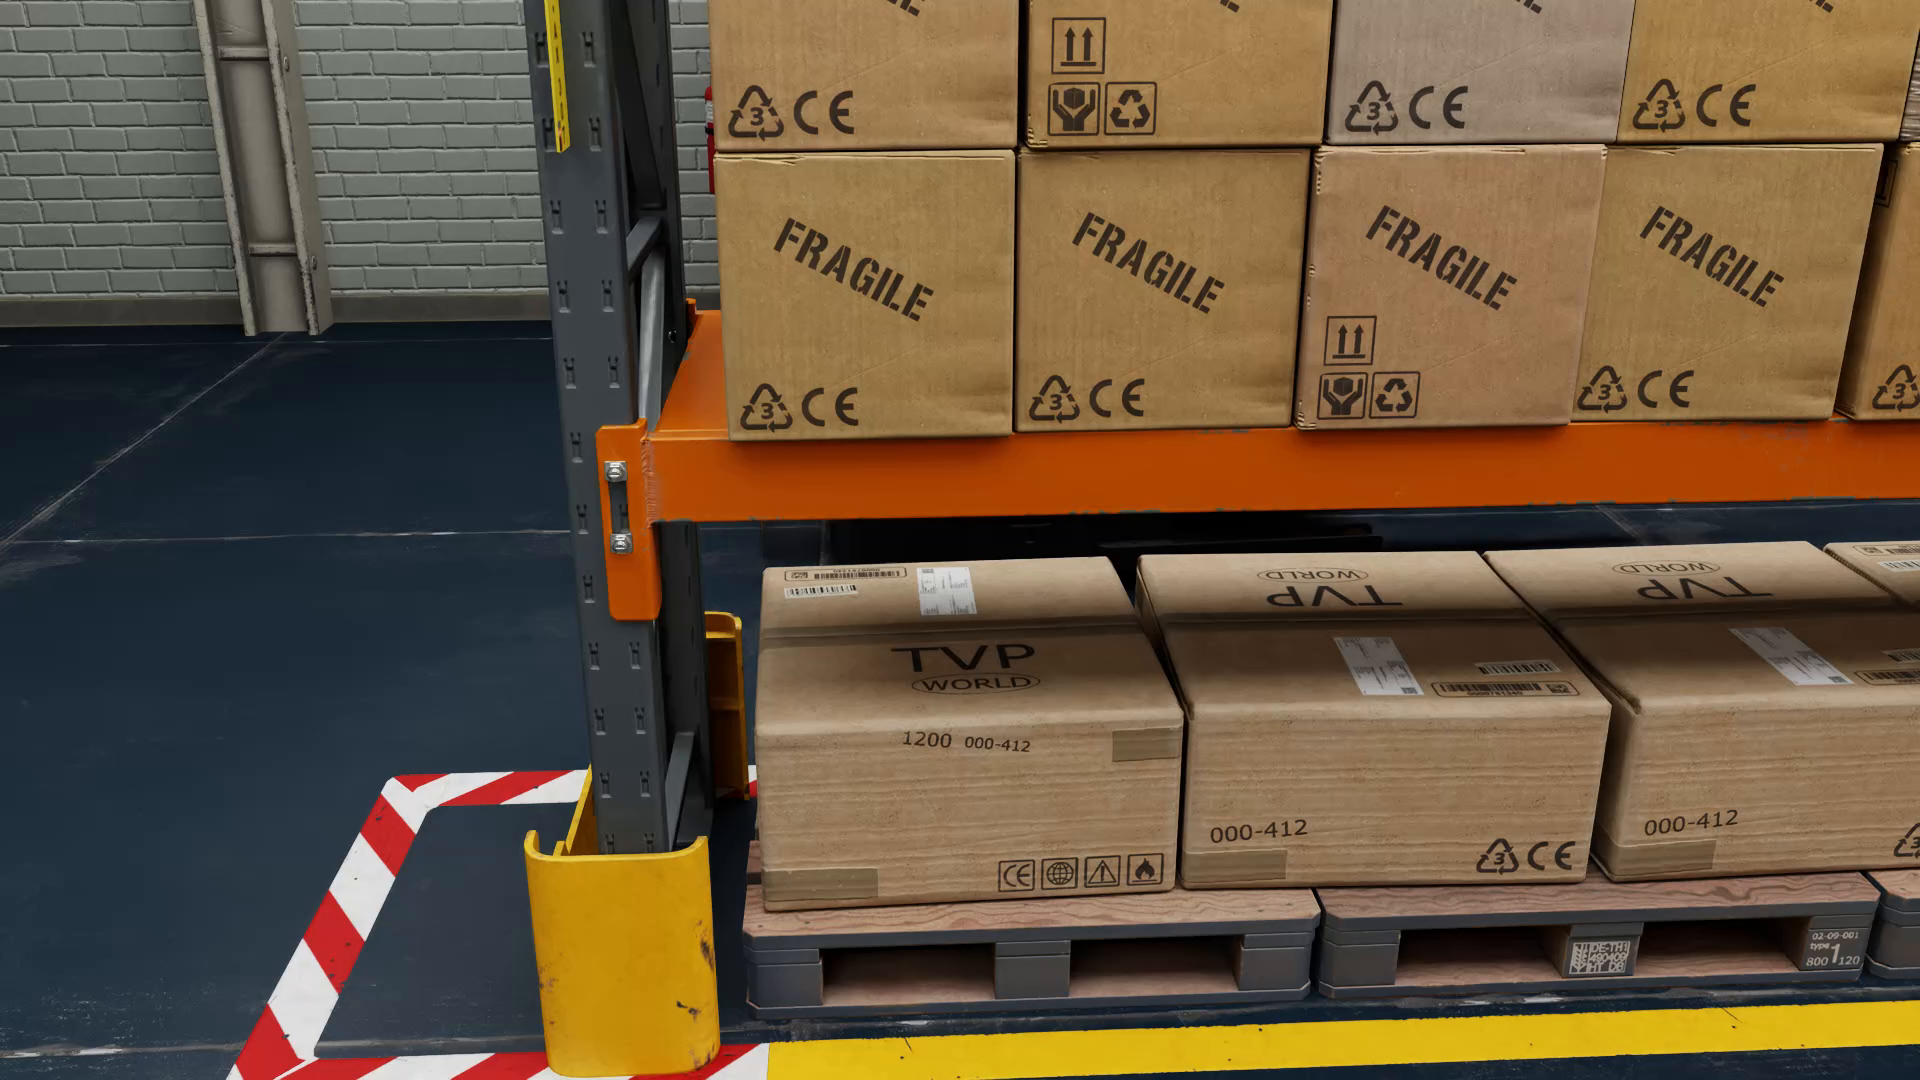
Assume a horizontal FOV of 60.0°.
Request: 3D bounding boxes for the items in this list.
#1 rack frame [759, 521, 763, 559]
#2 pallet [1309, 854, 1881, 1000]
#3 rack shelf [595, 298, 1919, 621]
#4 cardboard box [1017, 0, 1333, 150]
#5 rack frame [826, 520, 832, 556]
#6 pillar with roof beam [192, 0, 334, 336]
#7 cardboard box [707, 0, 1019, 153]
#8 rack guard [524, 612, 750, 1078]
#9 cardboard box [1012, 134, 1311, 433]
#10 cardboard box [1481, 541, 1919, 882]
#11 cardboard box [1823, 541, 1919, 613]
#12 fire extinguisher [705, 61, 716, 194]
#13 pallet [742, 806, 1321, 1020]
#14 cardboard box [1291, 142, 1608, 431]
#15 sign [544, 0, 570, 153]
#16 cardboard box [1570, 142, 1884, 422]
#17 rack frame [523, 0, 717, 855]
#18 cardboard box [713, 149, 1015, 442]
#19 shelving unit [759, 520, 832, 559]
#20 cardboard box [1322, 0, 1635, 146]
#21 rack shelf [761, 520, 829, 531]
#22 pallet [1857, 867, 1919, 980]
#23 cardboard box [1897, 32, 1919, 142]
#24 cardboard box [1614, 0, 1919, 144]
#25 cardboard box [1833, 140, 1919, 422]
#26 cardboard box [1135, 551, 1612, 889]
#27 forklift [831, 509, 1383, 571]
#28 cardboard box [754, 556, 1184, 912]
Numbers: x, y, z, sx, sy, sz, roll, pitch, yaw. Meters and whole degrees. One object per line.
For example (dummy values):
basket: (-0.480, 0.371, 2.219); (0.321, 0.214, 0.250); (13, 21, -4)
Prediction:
rack frame: (-0.720, -0.458, 5.848); (0.008, 1.050, 0.200); (-3, 21, -7)
pallet: (1.340, 0.693, 4.003); (1.213, 0.211, 1.003); (-1, 21, -3)
rack shelf: (1.328, -0.247, 3.564); (4.000, 0.370, 1.077); (-1, 21, -3)
cardboard box: (0.342, -0.978, 2.927); (0.500, 0.500, 0.500); (-2, 21, -5)
rack frame: (-0.478, -0.469, 5.878); (0.008, 1.050, 0.200); (-3, 21, -7)
pillar with roof beam: (-3.454, -3.845, 3.573); (0.400, 9.000, 9.100); (-1, 21, -3)
cardboard box: (-0.174, -0.965, 2.893); (0.500, 0.500, 0.500); (-2, 21, -4)
rack guard: (-0.693, 0.627, 3.773); (0.348, 0.500, 1.175); (-1, 21, -3)
cardboard box: (0.330, -0.517, 3.122); (0.500, 0.500, 0.500); (-1, 21, -4)
cardboard box: (1.798, 0.371, 3.942); (0.875, 0.438, 0.875); (-2, 21, -5)
cardboard box: (2.692, 0.352, 3.990); (0.875, 0.438, 0.875); (-1, 21, -4)
fire extinguisher: (-1.077, -1.928, 7.601); (0.183, 0.674, 0.296); (-1, 21, -3)
pallet: (0.125, 0.717, 3.941); (1.213, 0.211, 1.003); (-1, 21, -3)
cardboard box: (0.839, -0.521, 3.132); (0.500, 0.500, 0.500); (-1, 21, -3)
sign: (-0.643, -0.786, 2.643); (0.005, 0.325, 0.100); (-1, 21, -3)
cardboard box: (1.338, -0.537, 3.175); (0.500, 0.500, 0.500); (0, 21, -1)
rack frame: (-0.669, -0.542, 3.329); (0.127, 3.000, 1.000); (-1, 21, -3)
cardboard box: (-0.173, -0.497, 3.069); (0.500, 0.500, 0.500); (-1, 21, -3)
shelving unit: (-0.599, -0.464, 5.863); (0.252, 1.050, 0.215); (-3, 21, -7)
cardboard box: (0.855, -0.991, 2.962); (0.500, 0.500, 0.500); (-1, 21, -3)
rack shelf: (-0.599, -0.194, 5.966); (0.240, 0.259, 0.215); (-3, 21, -7)
pallet: (2.561, 0.668, 4.071); (1.213, 0.211, 1.003); (-1, 21, -3)
cardboard box: (1.854, -1.009, 3.009); (0.500, 0.500, 0.500); (-1, 21, -2)
cardboard box: (1.353, -1.001, 2.989); (0.500, 0.500, 0.500); (-1, 21, -3)
cardboard box: (1.862, -0.542, 3.188); (0.500, 0.500, 0.500); (-1, 21, -4)
cardboard box: (0.897, 0.389, 3.895); (0.875, 0.438, 0.875); (-1, 21, -2)
forklift: (1.033, -1.417, 5.724); (3.031, 2.935, 1.130); (-3, 21, -7)
cardboard box: (-0.016, 0.410, 3.839); (0.875, 0.438, 0.875); (-2, 21, -5)
